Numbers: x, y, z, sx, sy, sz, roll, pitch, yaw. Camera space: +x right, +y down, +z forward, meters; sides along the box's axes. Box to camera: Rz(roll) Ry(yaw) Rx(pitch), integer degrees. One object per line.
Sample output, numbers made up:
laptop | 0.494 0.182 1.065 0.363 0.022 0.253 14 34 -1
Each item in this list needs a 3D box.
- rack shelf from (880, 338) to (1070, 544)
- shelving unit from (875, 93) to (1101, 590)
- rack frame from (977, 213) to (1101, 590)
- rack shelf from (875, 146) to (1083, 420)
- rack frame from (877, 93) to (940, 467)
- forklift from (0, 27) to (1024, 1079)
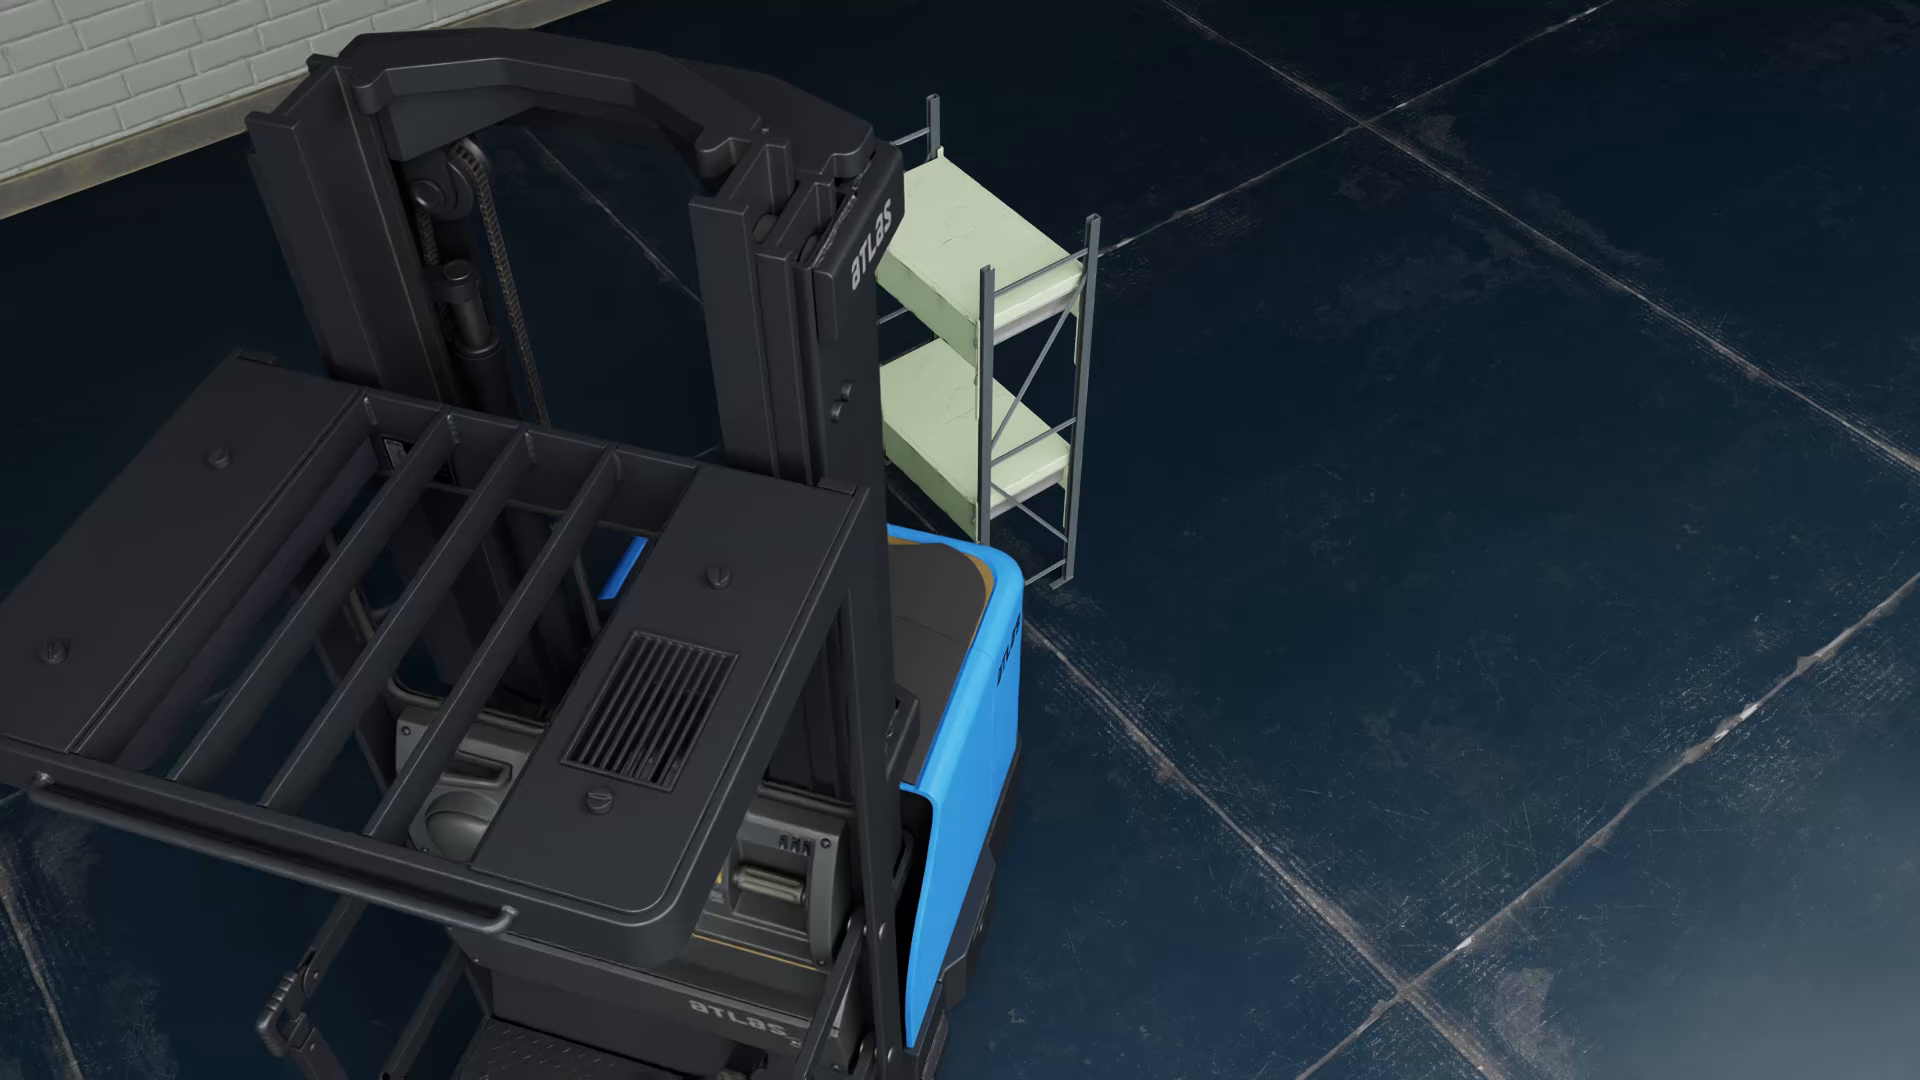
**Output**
rack shelf | -0.004 -0.289 5.439 0.431 0.370 0.720 -29 54 -24
shelving unit | -0.004 -0.508 5.198 0.431 1.500 0.755 -29 54 -24
rack frame | 0.218 -0.292 5.002 0.400 1.500 0.023 -29 54 -24
rack shelf | -0.004 -0.770 4.909 0.431 0.370 0.720 -29 54 -24
rack frame | -0.226 -0.723 5.394 0.400 1.500 0.023 -29 54 -24
forklift | -0.740 0.711 3.127 1.130 2.935 3.031 13 49 11
